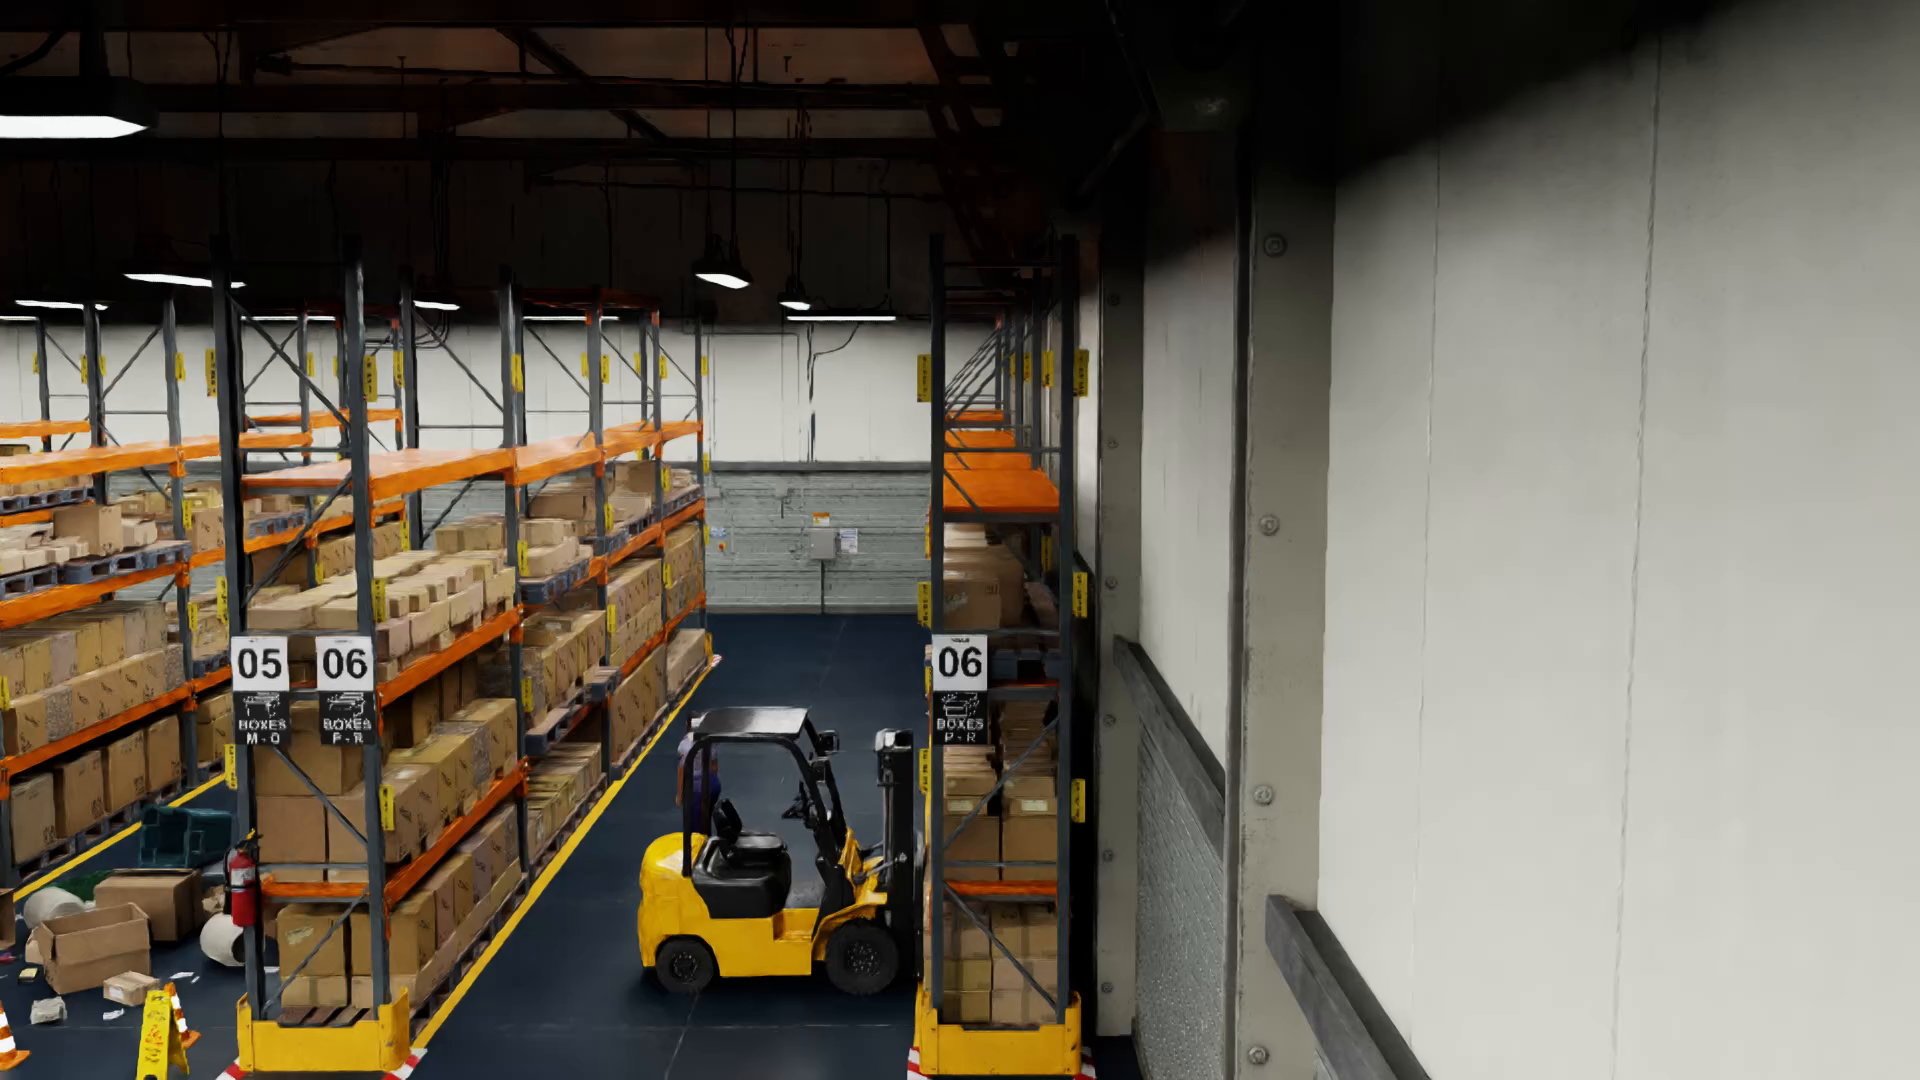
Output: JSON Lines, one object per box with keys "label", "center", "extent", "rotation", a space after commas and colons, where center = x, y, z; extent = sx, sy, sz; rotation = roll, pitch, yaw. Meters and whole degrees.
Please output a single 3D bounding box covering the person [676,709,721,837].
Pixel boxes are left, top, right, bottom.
{"label": "person", "center": [-2.647, 2.599, 16.645], "extent": [0.556, 1.456, 0.598], "rotation": [4, 7, 30]}
